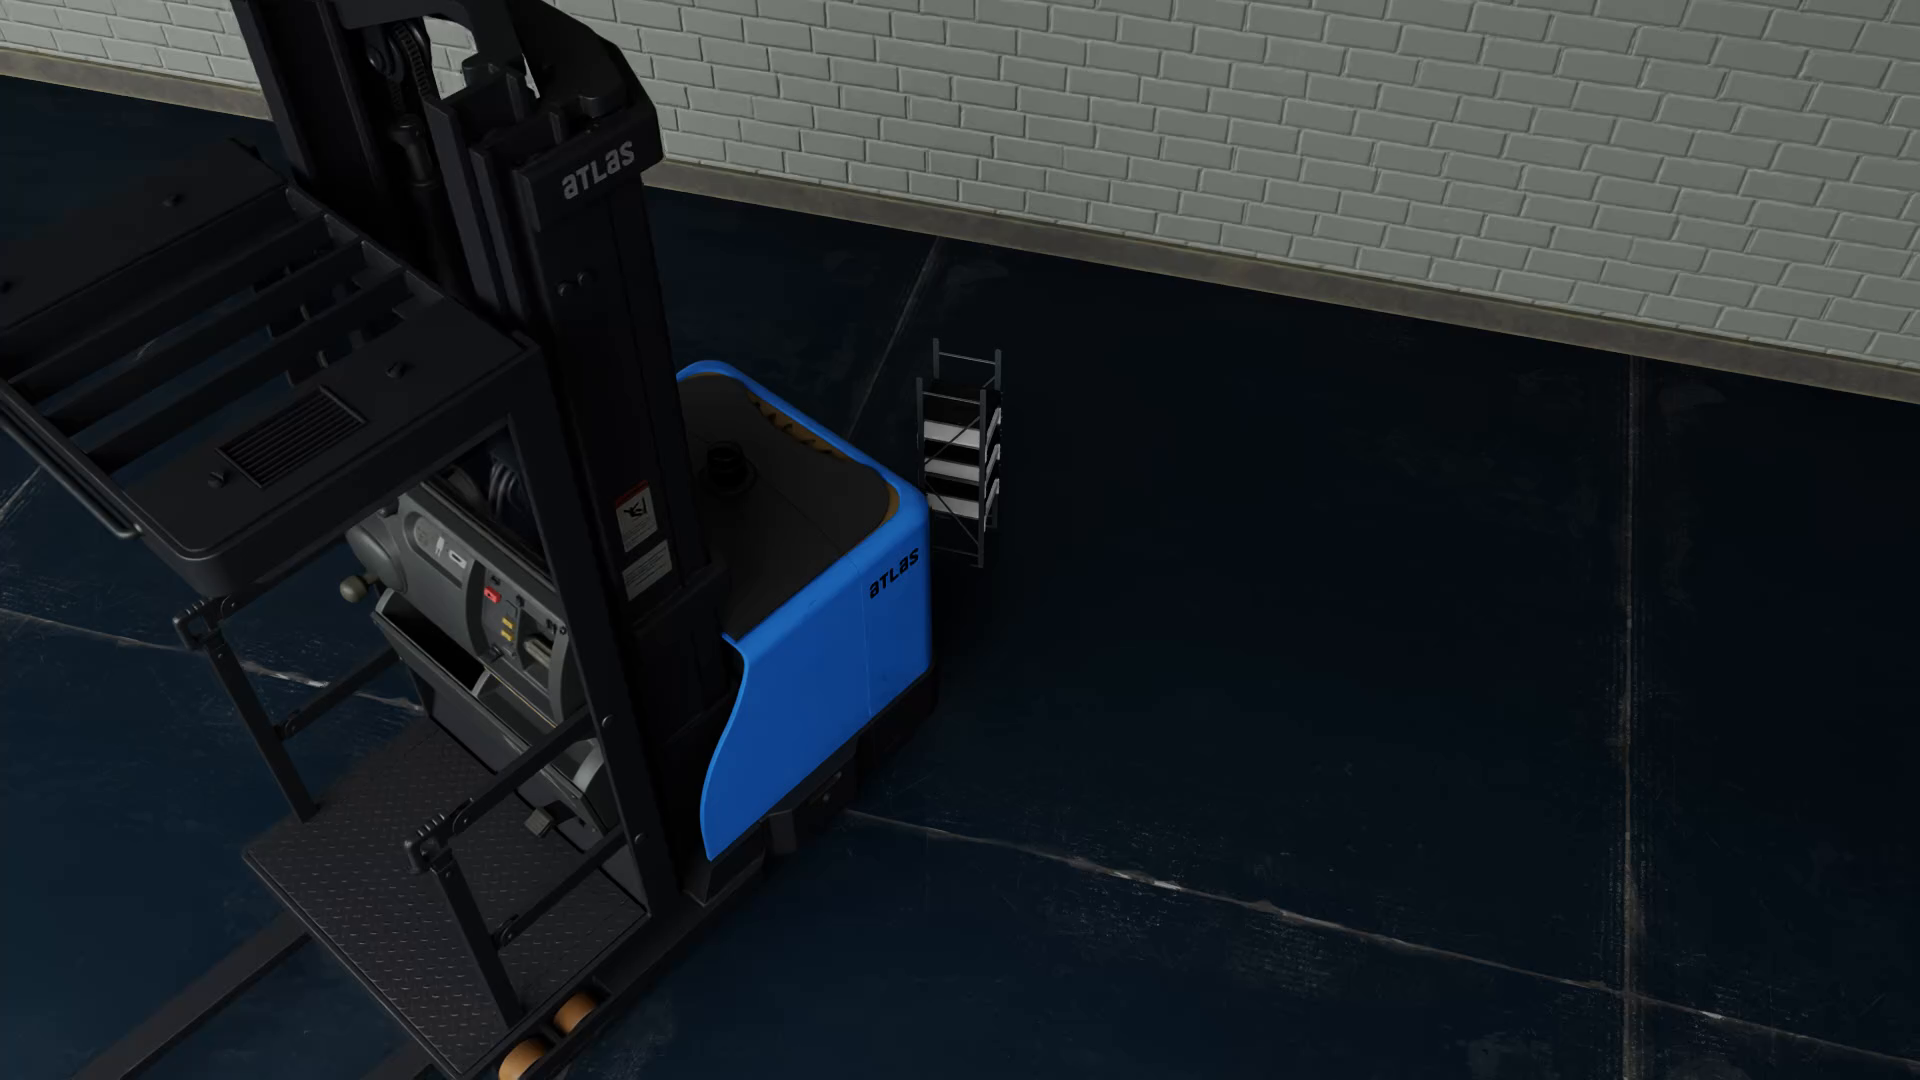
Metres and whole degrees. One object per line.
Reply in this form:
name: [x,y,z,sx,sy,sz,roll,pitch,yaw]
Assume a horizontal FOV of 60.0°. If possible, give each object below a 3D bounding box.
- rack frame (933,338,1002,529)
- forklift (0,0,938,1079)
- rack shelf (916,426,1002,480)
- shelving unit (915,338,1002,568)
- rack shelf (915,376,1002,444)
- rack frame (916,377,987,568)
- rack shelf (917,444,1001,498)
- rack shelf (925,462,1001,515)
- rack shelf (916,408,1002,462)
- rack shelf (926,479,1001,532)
rack frame: [0.025,-0.365,5.972,0.240,0.900,0.006,12,50,10]
forklift: [-1.430,0.199,4.119,1.130,2.935,3.031,34,57,26]
rack shelf: [-0.002,-0.329,5.865,0.258,0.077,0.200,12,50,10]
shelving unit: [-0.002,-0.292,5.907,0.258,0.900,0.210,12,50,10]
rack shelf: [-0.002,-0.449,5.730,0.258,0.077,0.200,12,50,10]
rack frame: [-0.029,-0.218,5.843,0.240,0.900,0.006,12,50,10]
rack shelf: [-0.002,-0.270,5.932,0.258,0.077,0.200,12,50,10]
rack shelf: [-0.002,-0.210,6.000,0.258,0.077,0.200,12,50,10]
rack shelf: [-0.002,-0.389,5.797,0.258,0.077,0.200,12,50,10]
rack shelf: [-0.002,-0.151,6.067,0.258,0.077,0.200,12,50,10]
